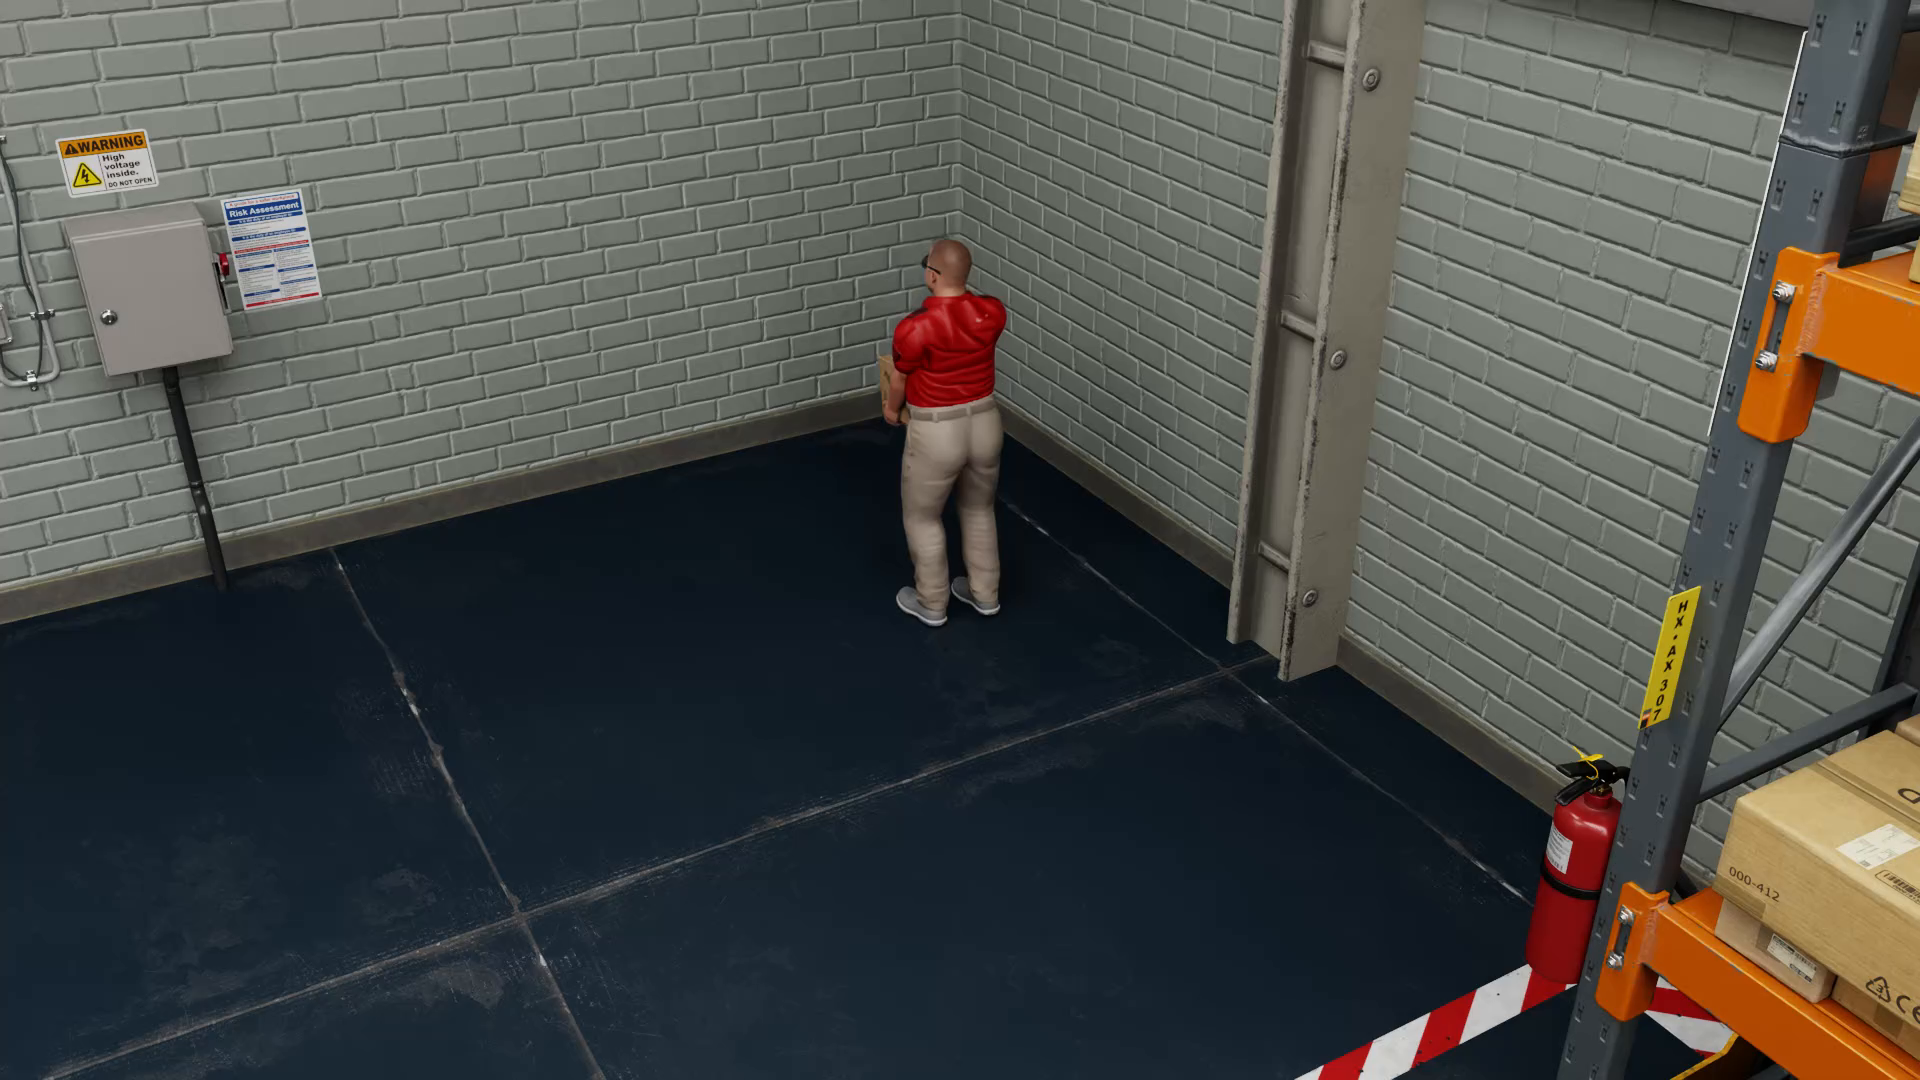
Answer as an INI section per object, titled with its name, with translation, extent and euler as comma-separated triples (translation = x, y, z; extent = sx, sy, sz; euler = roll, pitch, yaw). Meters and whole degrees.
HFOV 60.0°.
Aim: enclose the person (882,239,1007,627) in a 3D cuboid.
[person]
translation = -0.094, -0.462, 6.993
extent = 0.490, 1.725, 0.543
euler = -16, 33, -27
